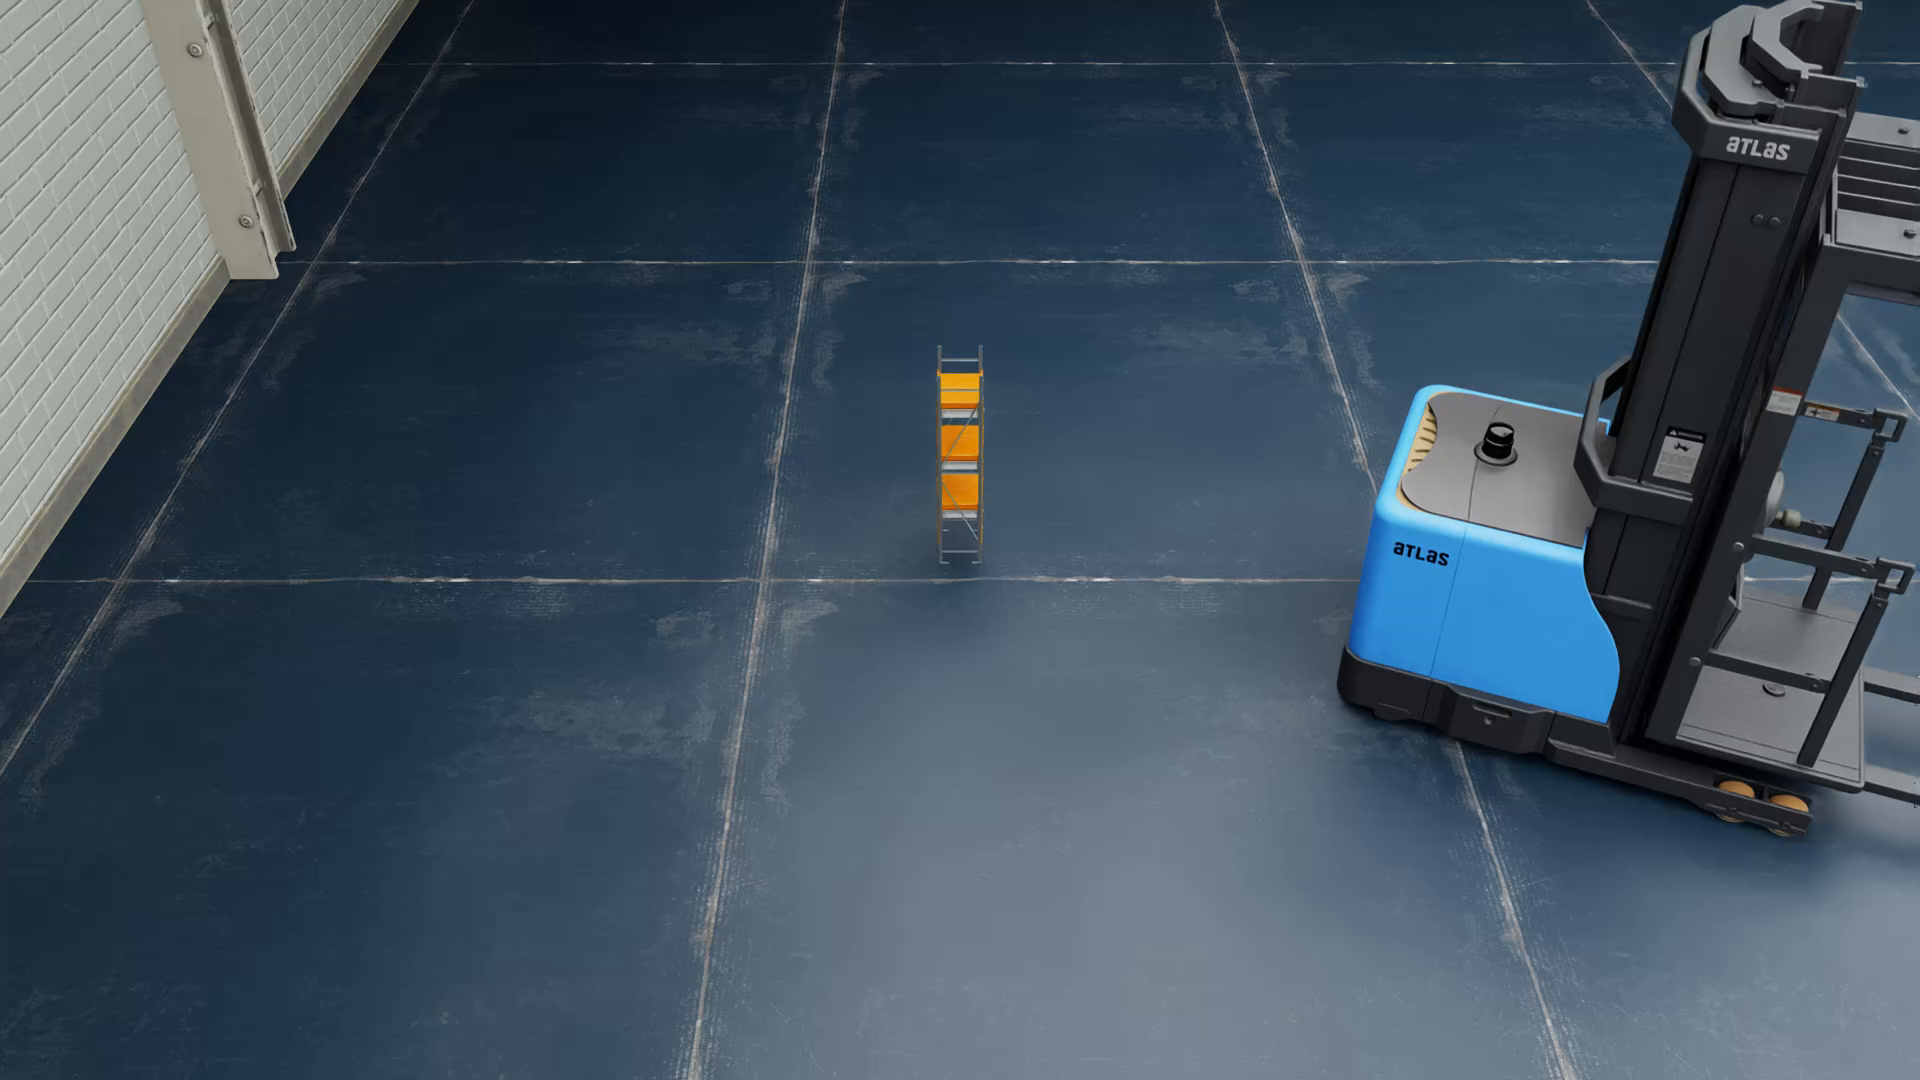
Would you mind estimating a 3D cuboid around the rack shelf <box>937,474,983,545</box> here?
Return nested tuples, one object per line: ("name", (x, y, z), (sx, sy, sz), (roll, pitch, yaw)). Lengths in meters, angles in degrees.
("rack shelf", (0.000, -0.151, 7.806), (0.215, 0.259, 0.240), (0, 39, 0))

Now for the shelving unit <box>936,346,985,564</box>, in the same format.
("shelving unit", (0.000, -0.376, 7.625), (0.215, 1.050, 0.252), (0, 39, 0))

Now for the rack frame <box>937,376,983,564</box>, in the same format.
("rack frame", (0.000, -0.300, 7.530), (0.200, 1.050, 0.008), (0, 39, 0))

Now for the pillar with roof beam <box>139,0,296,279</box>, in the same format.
("pillar with roof beam", (0.062, -5.200, 7.288), (9.100, 9.000, 0.400), (0, 39, 0))

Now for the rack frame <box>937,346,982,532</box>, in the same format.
("rack frame", (0.000, -0.453, 7.721), (0.200, 1.050, 0.008), (0, 39, 0))

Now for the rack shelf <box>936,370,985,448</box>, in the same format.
("rack shelf", (0.000, -0.589, 7.455), (0.215, 0.259, 0.240), (0, 39, 0))

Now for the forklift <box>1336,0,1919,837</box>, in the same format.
("forklift", (3.174, -0.358, 6.098), (3.031, 2.935, 1.130), (15, 41, 18))

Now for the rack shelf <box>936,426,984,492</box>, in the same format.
("rack shelf", (0.000, -0.368, 7.632), (0.215, 0.259, 0.240), (0, 39, 0))
